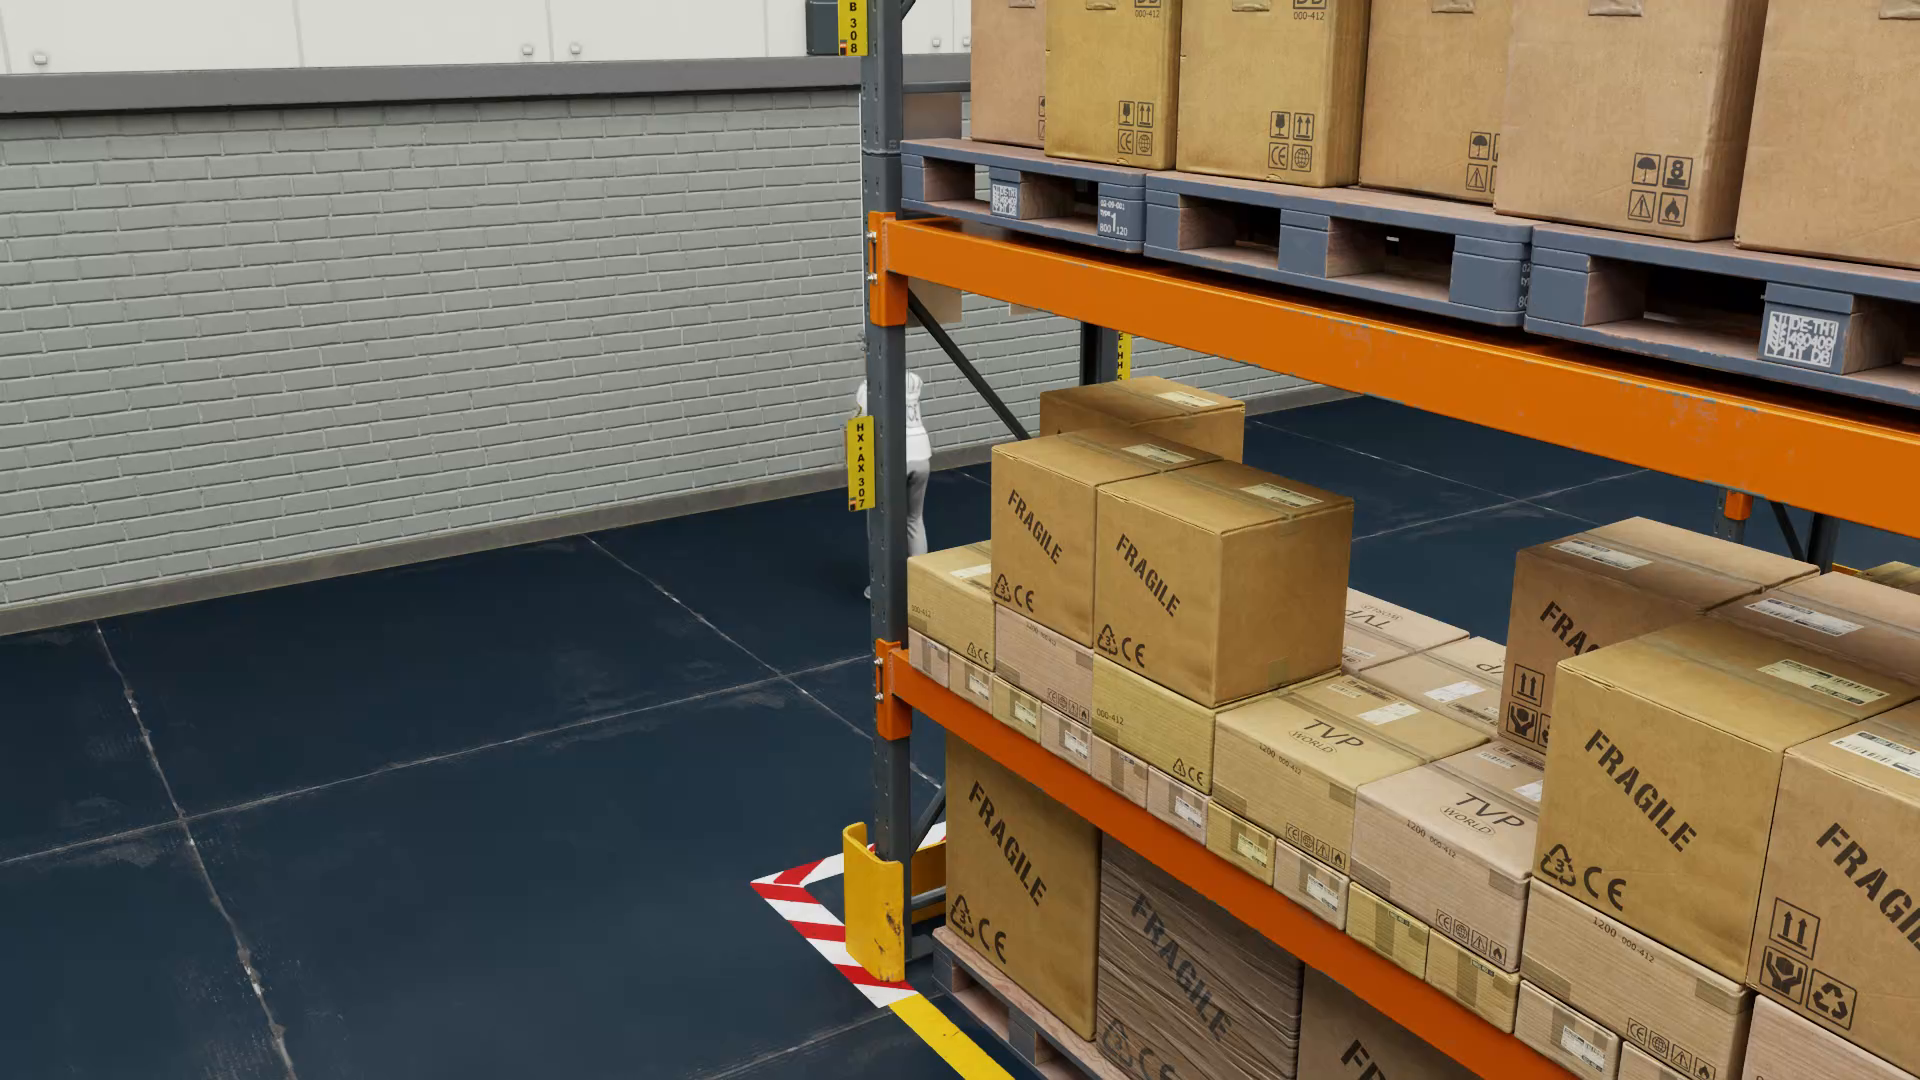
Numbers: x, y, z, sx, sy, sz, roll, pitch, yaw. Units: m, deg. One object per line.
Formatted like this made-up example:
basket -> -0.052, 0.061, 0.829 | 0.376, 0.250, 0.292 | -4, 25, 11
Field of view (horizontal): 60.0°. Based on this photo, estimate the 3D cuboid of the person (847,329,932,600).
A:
person -> -0.430, -0.451, 9.969 | 0.415, 1.647, 0.551 | -12, 22, -32
